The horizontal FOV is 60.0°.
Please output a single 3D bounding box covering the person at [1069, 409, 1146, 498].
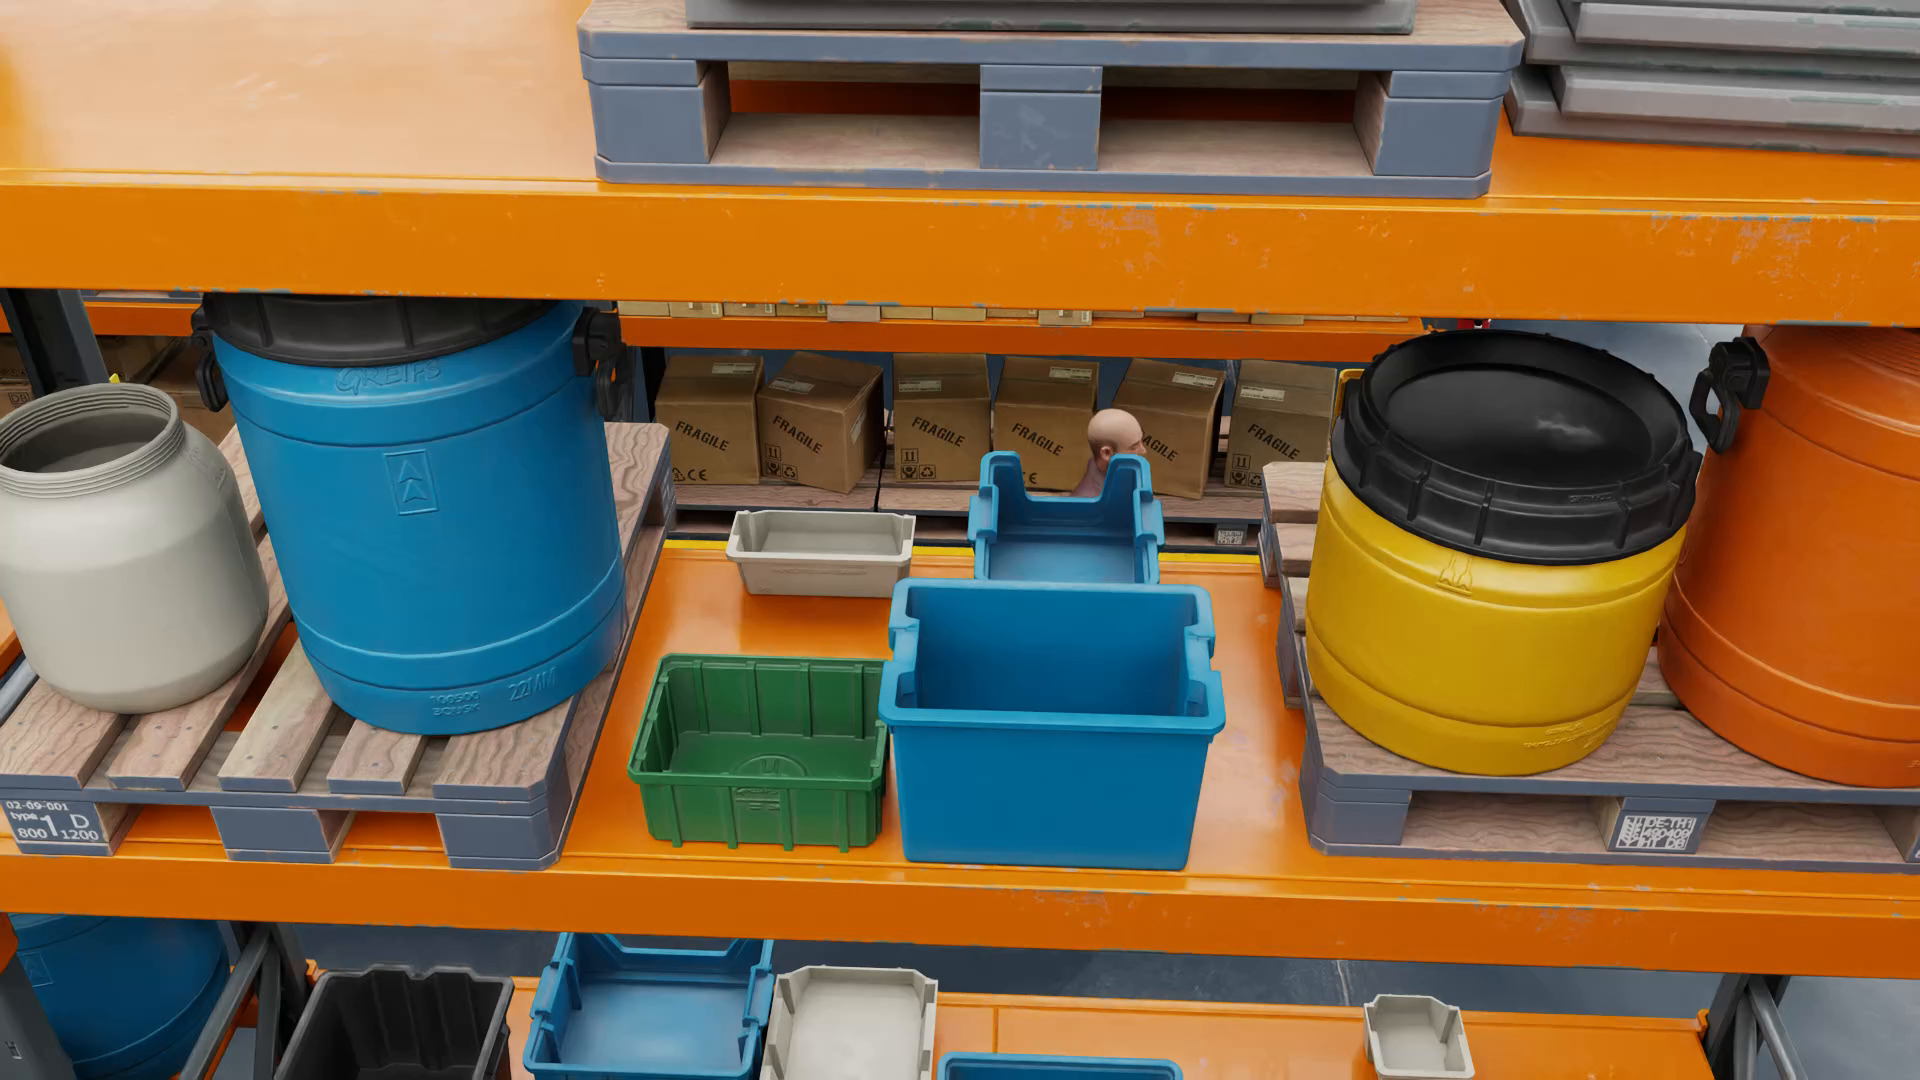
[{"bbox_3d":[0.637,0.263,6.744,0.715,1.785,0.595,12,37,16],"label":"person"}]
